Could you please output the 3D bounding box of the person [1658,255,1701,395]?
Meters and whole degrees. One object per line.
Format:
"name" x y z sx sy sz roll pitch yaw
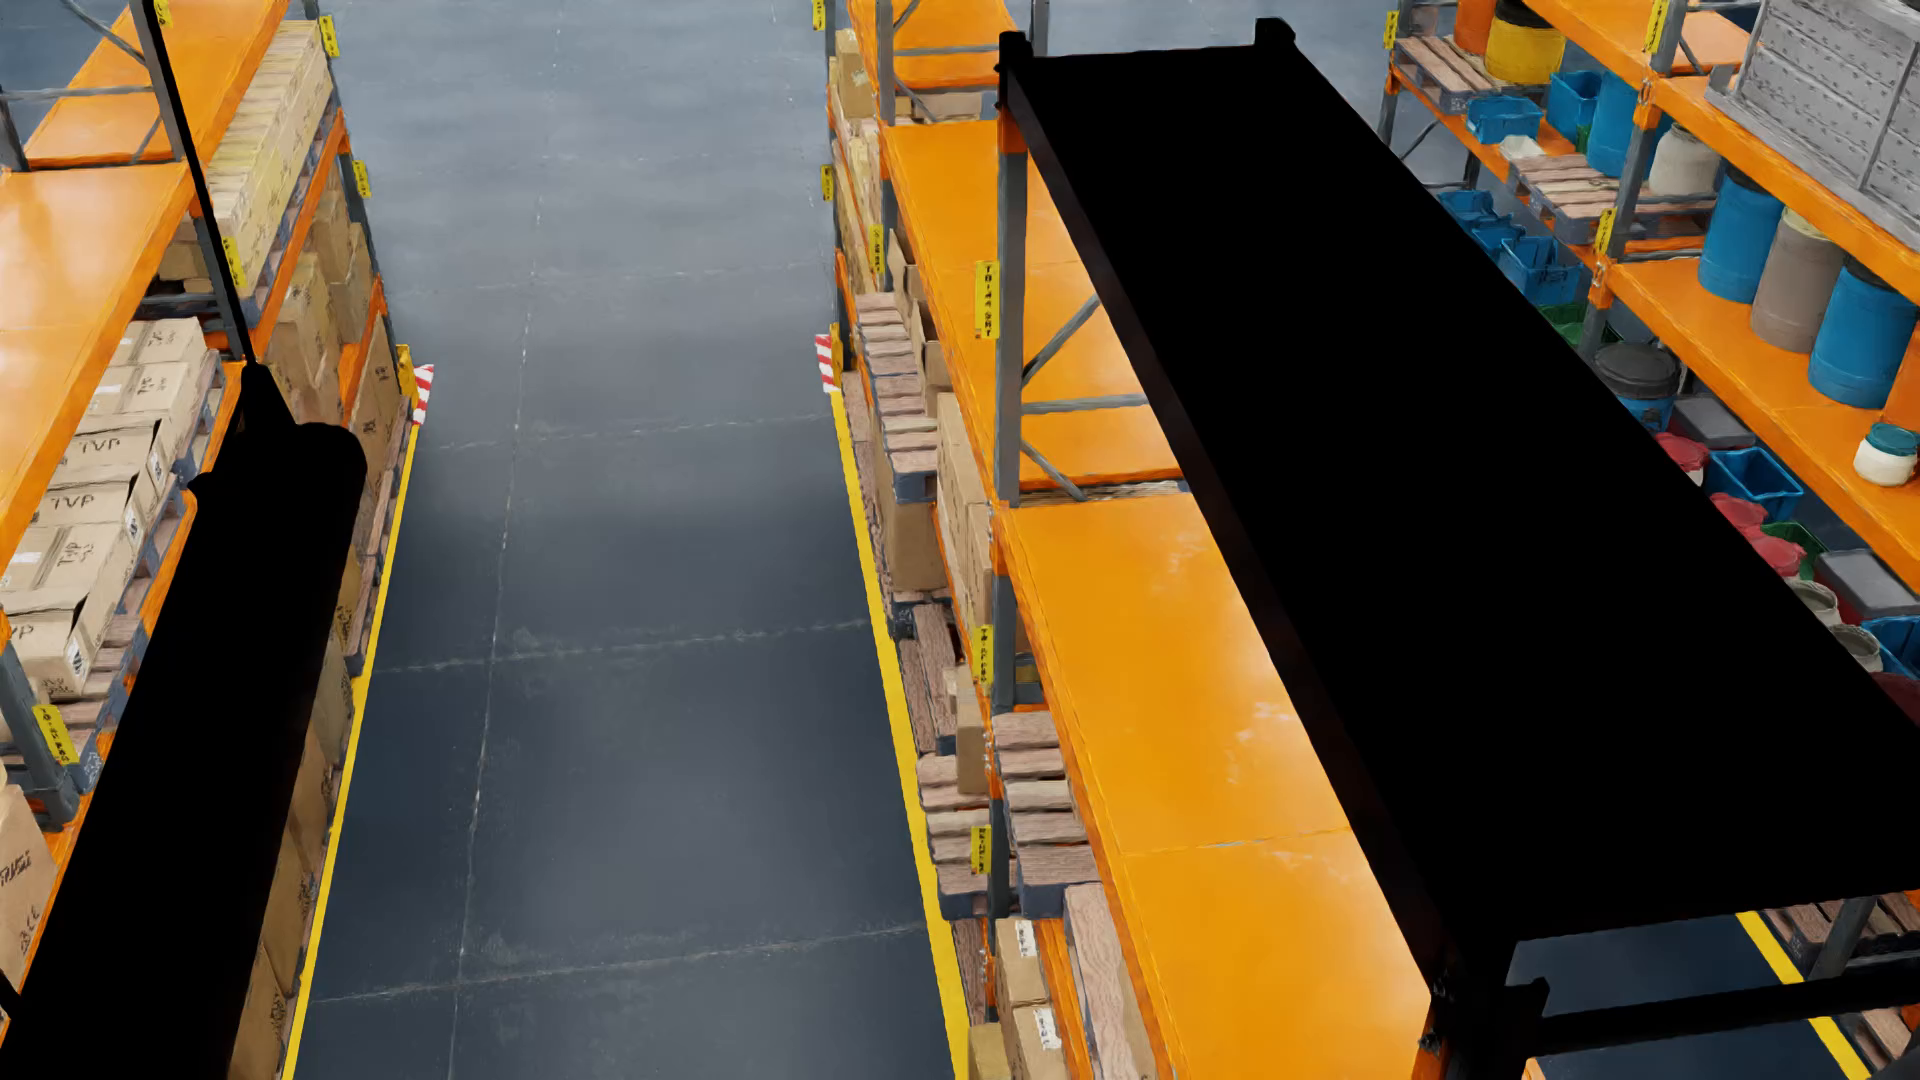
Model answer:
"person" 6.452 -2.072 14.744 0.505 1.788 0.640 -26 44 -31
